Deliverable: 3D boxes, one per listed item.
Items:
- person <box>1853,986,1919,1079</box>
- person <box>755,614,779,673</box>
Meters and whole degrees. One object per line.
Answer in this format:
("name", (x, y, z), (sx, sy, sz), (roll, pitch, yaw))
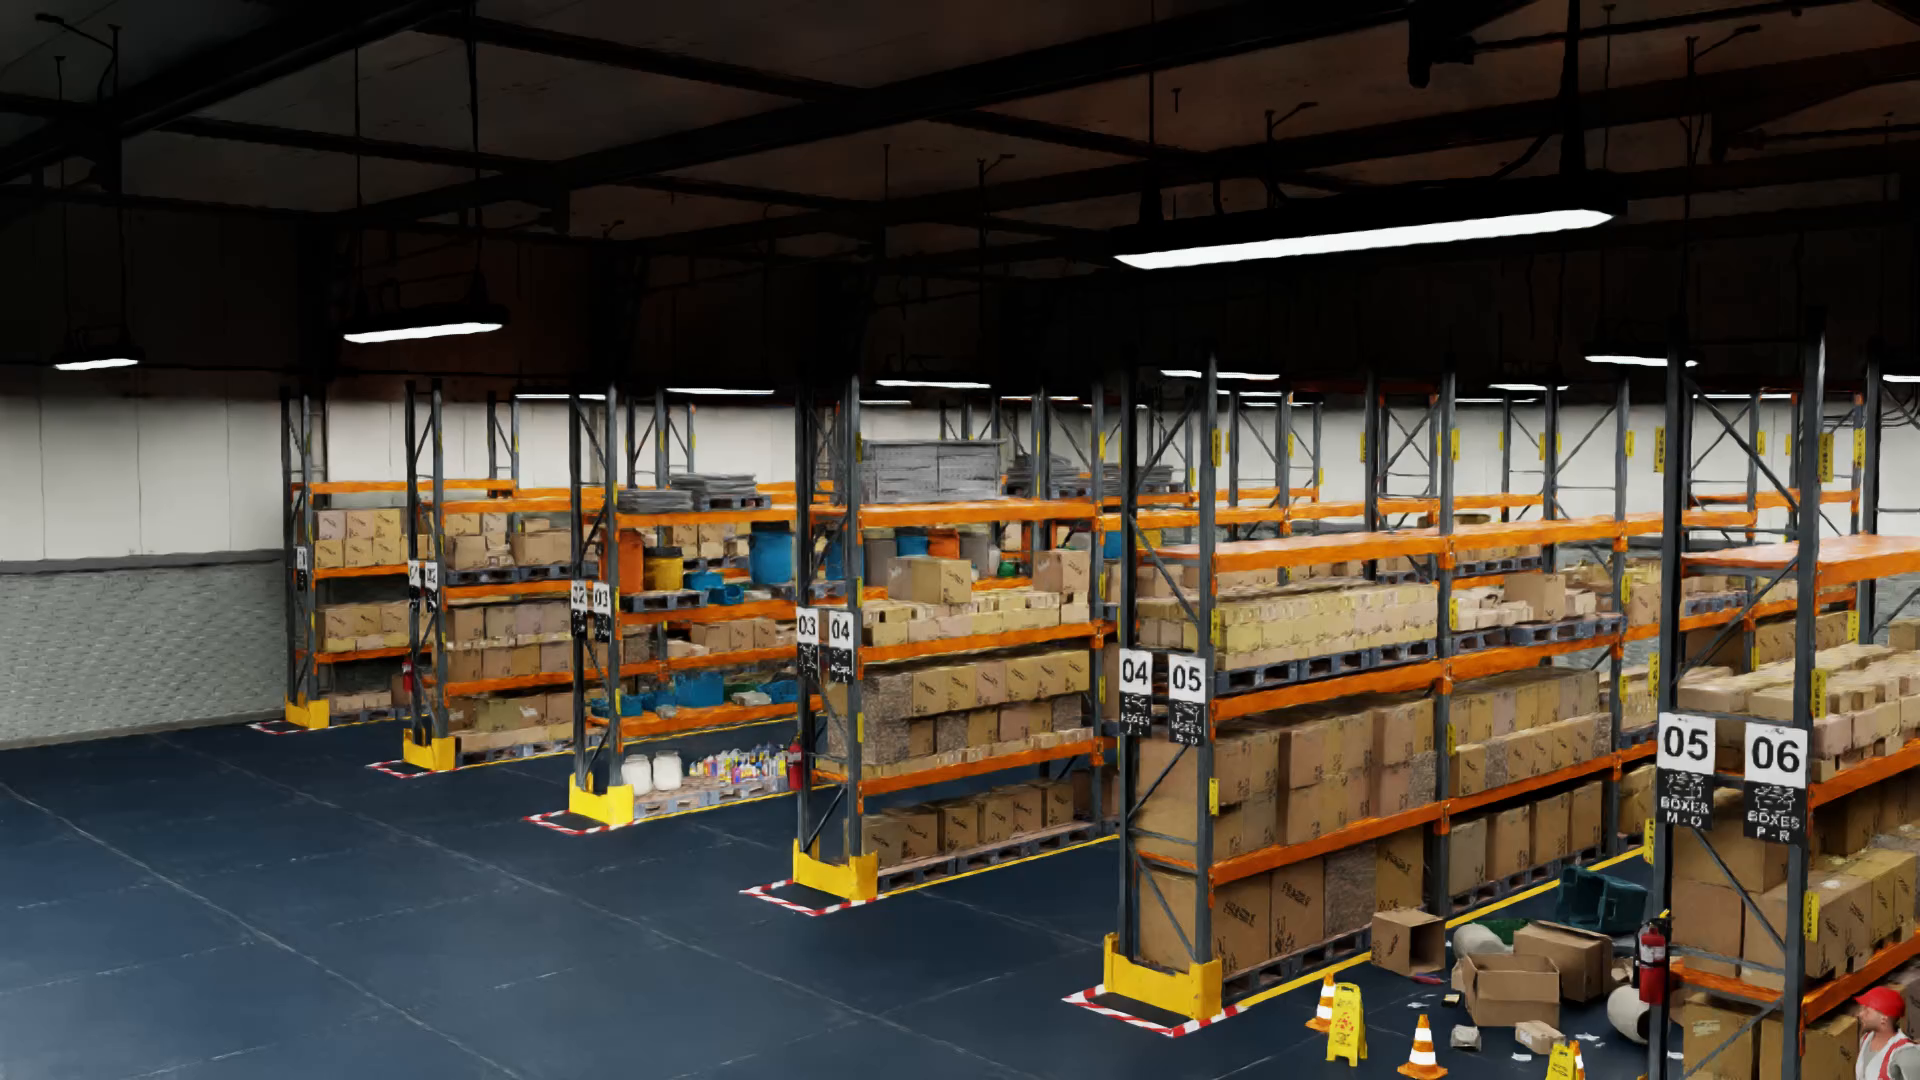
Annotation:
("person", (5.685, 3.613, 10.123), (0.500, 1.773, 0.622), (0, 4, 7))
("person", (-3.749, 2.263, 32.393), (0.535, 1.676, 0.682), (-4, 5, -45))
